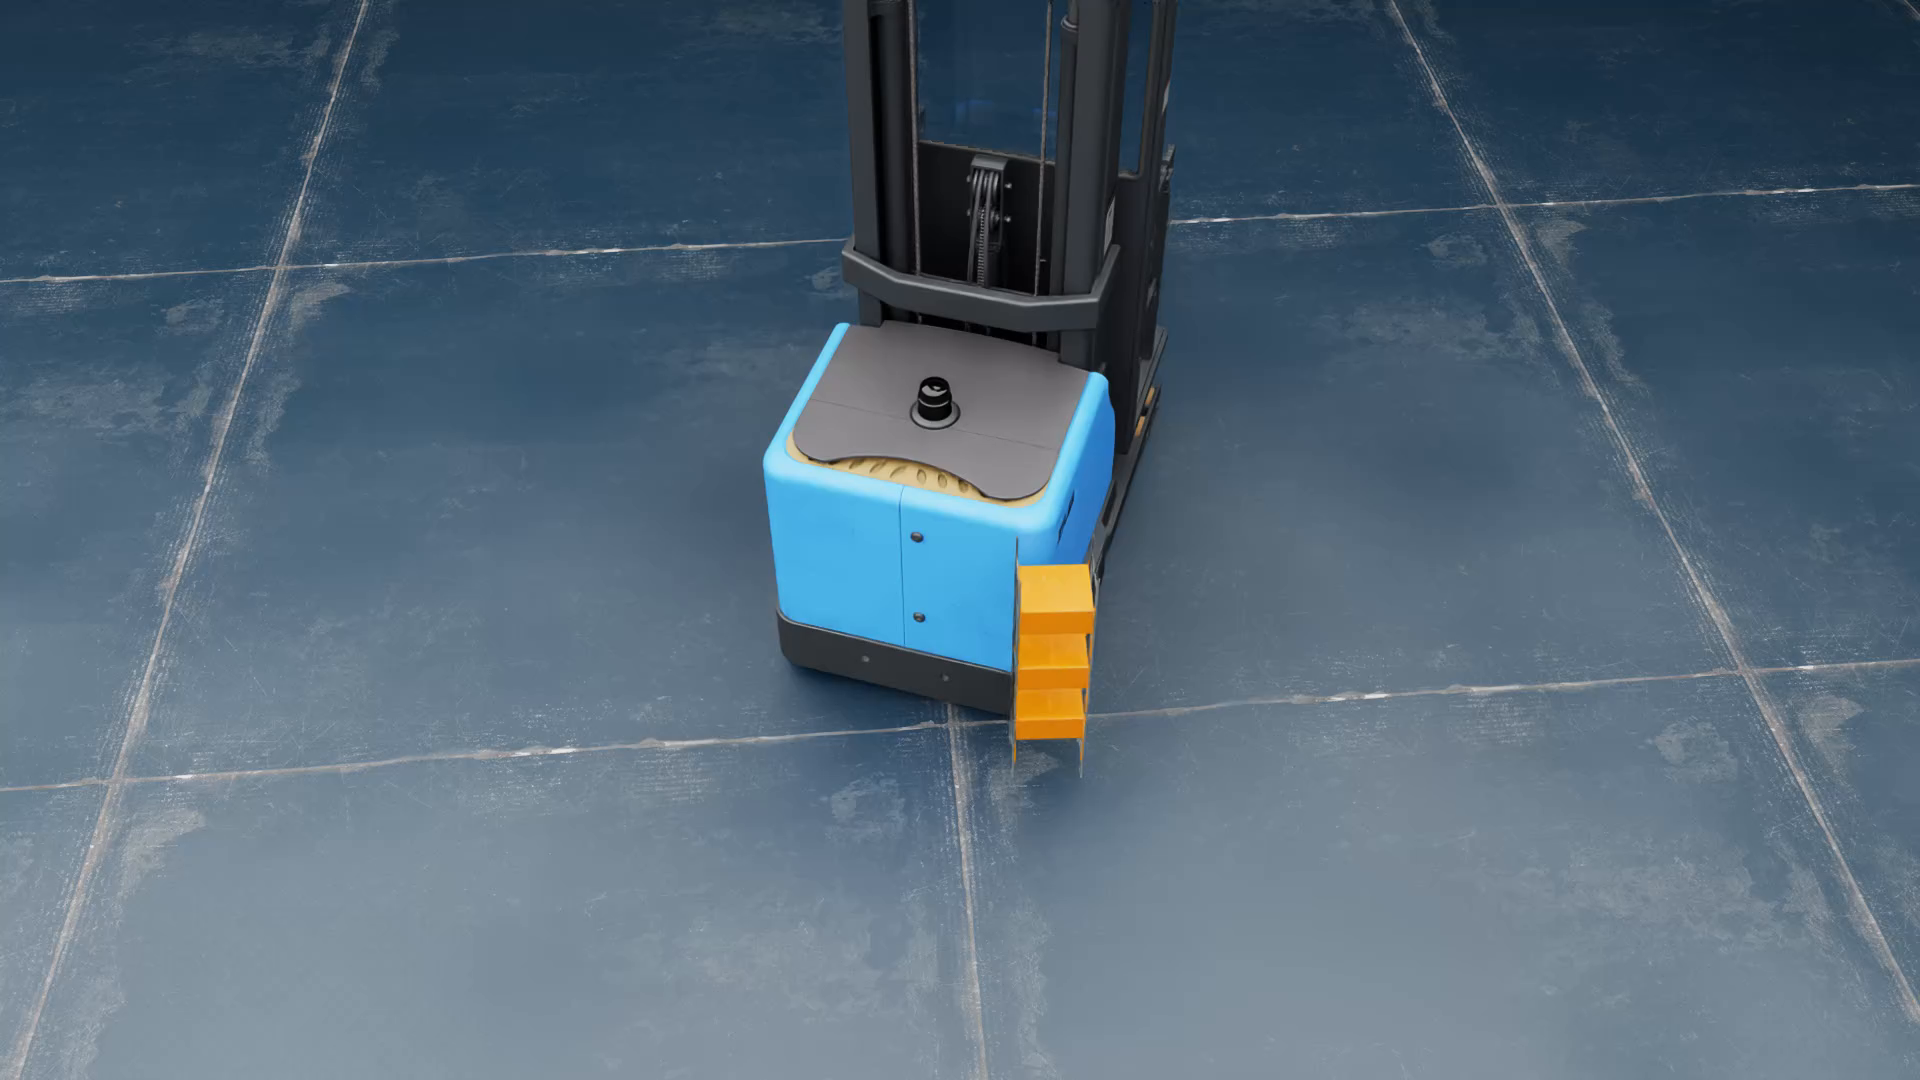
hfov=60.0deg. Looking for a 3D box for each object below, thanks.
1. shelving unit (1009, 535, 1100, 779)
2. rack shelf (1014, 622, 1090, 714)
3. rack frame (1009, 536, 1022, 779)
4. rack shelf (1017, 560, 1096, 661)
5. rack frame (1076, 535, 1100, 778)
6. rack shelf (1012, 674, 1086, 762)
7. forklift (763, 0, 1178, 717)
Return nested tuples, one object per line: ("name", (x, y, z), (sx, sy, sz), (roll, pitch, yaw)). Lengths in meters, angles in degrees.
("shelving unit", (0.307, 0.419, 5.630), (0.252, 1.050, 0.215), (-1, 47, -1))
("rack shelf", (0.307, 0.426, 5.638), (0.240, 0.259, 0.215), (-1, 47, -1))
("rack frame", (0.185, 0.421, 5.628), (0.008, 1.050, 0.200), (-1, 47, -1))
("rack shelf", (0.307, 0.231, 5.432), (0.240, 0.259, 0.215), (-1, 47, -1))
("rack frame", (0.429, 0.417, 5.632), (0.008, 1.050, 0.200), (-1, 47, -1))
("rack shelf", (0.307, 0.617, 5.840), (0.240, 0.259, 0.215), (-1, 47, -1))
("forklift", (0.239, -1.454, 6.108), (1.130, 2.935, 3.031), (12, 48, 12))
